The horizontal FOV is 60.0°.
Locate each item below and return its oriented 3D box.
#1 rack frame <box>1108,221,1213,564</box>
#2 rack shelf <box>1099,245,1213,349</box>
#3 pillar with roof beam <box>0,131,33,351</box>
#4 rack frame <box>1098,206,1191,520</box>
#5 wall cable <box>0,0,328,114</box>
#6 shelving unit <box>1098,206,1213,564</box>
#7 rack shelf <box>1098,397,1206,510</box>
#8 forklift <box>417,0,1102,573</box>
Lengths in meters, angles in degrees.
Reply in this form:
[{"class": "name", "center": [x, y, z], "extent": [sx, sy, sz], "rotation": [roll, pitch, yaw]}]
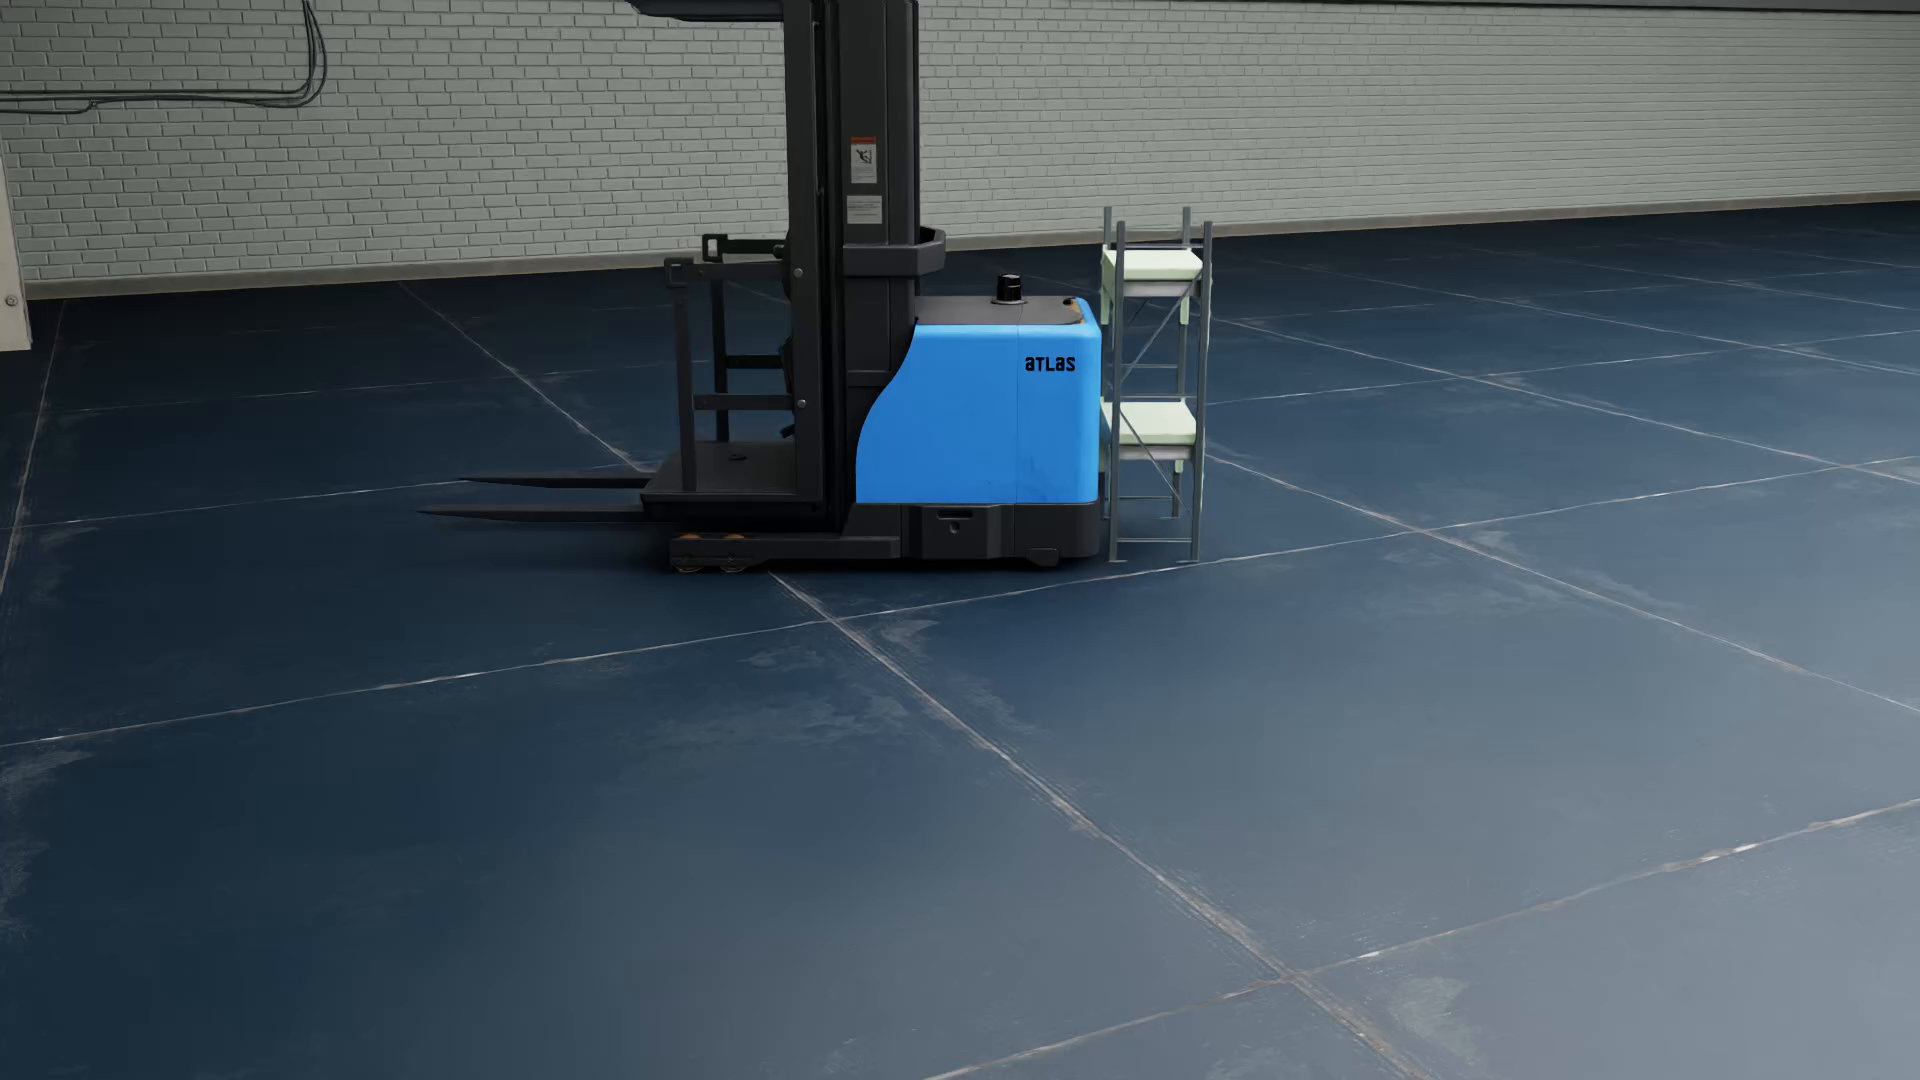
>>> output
[{"class": "rack frame", "center": [0.860, -0.620, 7.193], "extent": [0.400, 1.500, 0.023], "rotation": [0, 16, 1]}, {"class": "rack shelf", "center": [0.864, -1.096, 7.437], "extent": [0.431, 0.370, 0.720], "rotation": [0, 16, 1]}, {"class": "pillar with roof beam", "center": [-3.568, -6.356, 13.585], "extent": [9.100, 9.000, 0.400], "rotation": [-8, 18, -25]}, {"class": "rack frame", "center": [0.867, -0.822, 7.896], "extent": [0.400, 1.500, 0.023], "rotation": [0, 16, 1]}, {"class": "wall cable", "center": [-7.540, -5.233, 15.303], "extent": [3.097, 2.526, 0.112], "rotation": [-8, 18, -25]}, {"class": "shelving unit", "center": [0.864, -0.721, 7.544], "extent": [0.431, 1.500, 0.755], "rotation": [0, 16, 1]}, {"class": "rack shelf", "center": [0.864, -0.408, 7.634], "extent": [0.431, 0.370, 0.720], "rotation": [0, 16, 1]}, {"class": "forklift", "center": [-0.897, -1.411, 7.355], "extent": [3.031, 2.935, 1.130], "rotation": [0, 16, 1]}]
